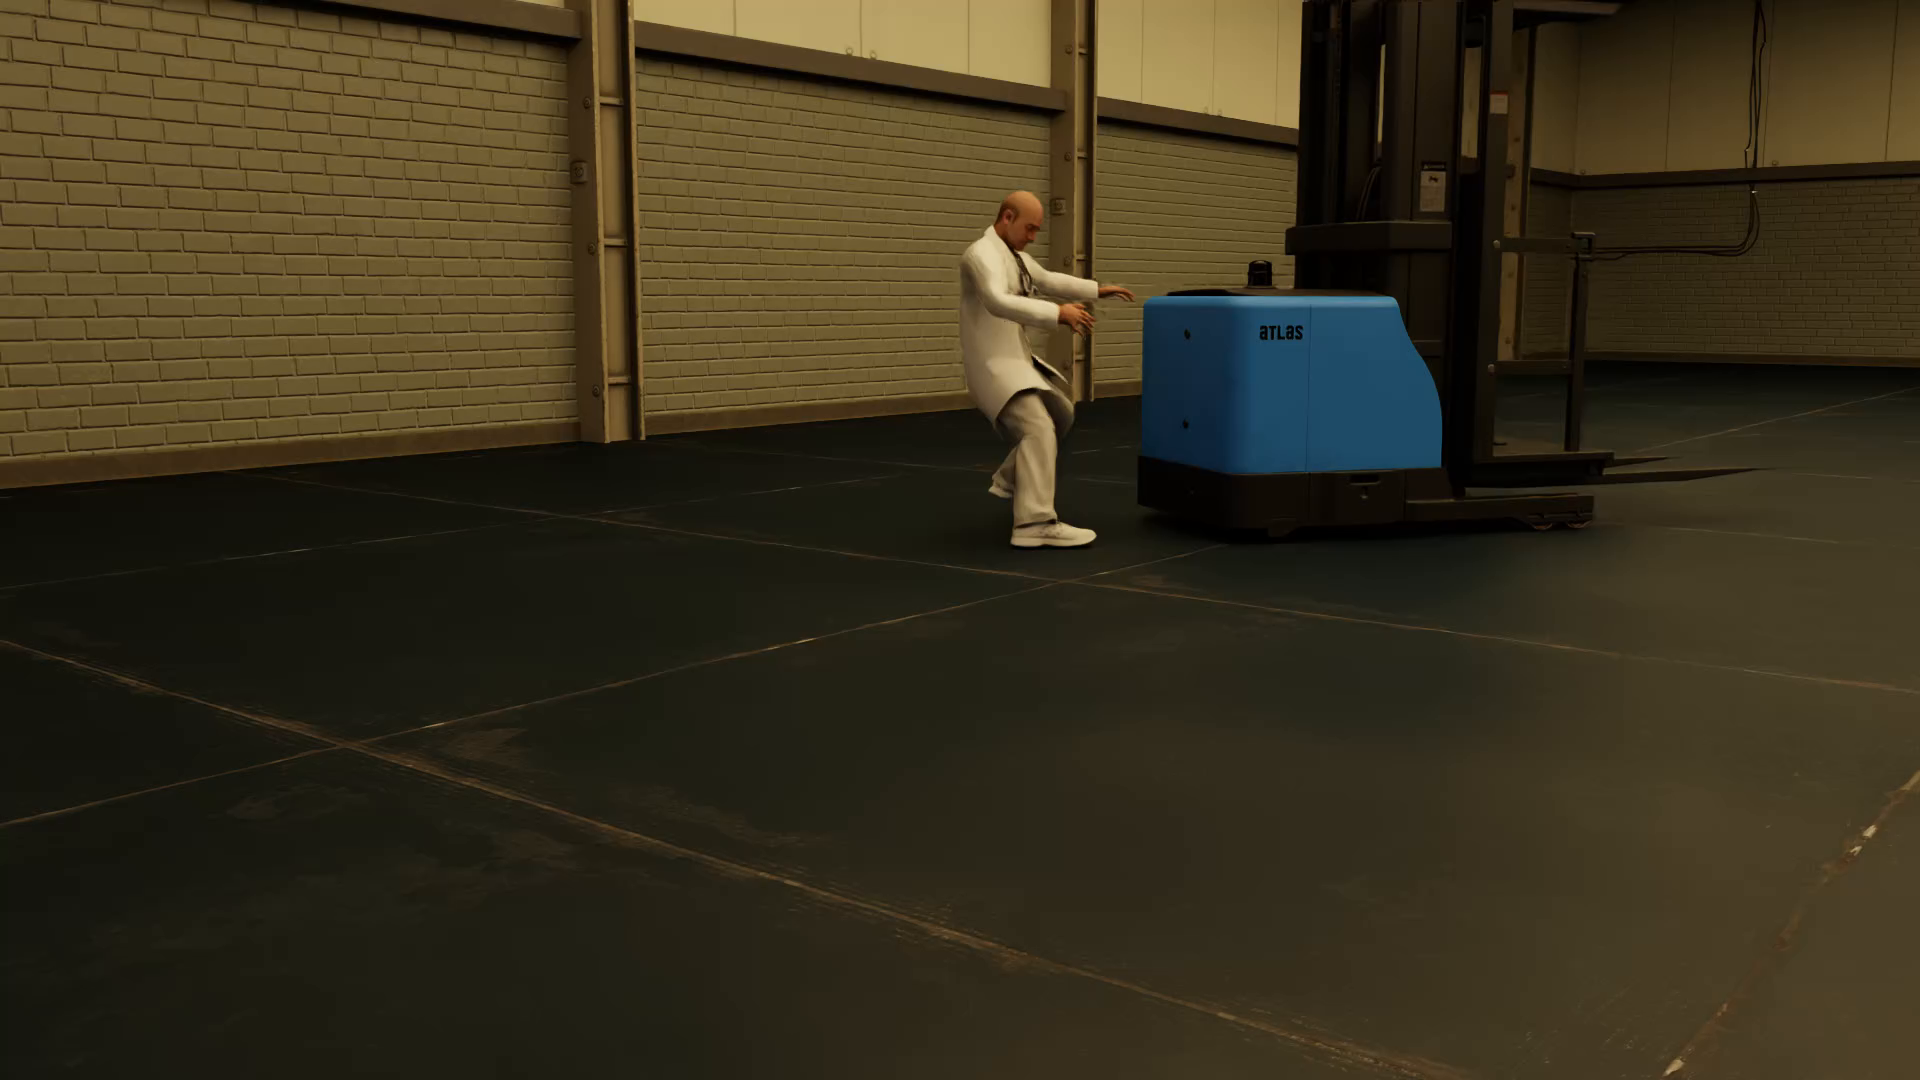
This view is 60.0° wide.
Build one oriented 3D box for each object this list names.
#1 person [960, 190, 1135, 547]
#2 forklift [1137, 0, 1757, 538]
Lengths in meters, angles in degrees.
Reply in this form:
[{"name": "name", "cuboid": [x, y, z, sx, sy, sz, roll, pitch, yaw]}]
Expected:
[{"name": "person", "cuboid": [0.389, -0.825, 7.690, 0.756, 1.549, 1.353, 3, 9, 18]}, {"name": "forklift", "cuboid": [2.439, -1.562, 7.959, 3.031, 2.935, 1.130, -3, 9, -18]}]
